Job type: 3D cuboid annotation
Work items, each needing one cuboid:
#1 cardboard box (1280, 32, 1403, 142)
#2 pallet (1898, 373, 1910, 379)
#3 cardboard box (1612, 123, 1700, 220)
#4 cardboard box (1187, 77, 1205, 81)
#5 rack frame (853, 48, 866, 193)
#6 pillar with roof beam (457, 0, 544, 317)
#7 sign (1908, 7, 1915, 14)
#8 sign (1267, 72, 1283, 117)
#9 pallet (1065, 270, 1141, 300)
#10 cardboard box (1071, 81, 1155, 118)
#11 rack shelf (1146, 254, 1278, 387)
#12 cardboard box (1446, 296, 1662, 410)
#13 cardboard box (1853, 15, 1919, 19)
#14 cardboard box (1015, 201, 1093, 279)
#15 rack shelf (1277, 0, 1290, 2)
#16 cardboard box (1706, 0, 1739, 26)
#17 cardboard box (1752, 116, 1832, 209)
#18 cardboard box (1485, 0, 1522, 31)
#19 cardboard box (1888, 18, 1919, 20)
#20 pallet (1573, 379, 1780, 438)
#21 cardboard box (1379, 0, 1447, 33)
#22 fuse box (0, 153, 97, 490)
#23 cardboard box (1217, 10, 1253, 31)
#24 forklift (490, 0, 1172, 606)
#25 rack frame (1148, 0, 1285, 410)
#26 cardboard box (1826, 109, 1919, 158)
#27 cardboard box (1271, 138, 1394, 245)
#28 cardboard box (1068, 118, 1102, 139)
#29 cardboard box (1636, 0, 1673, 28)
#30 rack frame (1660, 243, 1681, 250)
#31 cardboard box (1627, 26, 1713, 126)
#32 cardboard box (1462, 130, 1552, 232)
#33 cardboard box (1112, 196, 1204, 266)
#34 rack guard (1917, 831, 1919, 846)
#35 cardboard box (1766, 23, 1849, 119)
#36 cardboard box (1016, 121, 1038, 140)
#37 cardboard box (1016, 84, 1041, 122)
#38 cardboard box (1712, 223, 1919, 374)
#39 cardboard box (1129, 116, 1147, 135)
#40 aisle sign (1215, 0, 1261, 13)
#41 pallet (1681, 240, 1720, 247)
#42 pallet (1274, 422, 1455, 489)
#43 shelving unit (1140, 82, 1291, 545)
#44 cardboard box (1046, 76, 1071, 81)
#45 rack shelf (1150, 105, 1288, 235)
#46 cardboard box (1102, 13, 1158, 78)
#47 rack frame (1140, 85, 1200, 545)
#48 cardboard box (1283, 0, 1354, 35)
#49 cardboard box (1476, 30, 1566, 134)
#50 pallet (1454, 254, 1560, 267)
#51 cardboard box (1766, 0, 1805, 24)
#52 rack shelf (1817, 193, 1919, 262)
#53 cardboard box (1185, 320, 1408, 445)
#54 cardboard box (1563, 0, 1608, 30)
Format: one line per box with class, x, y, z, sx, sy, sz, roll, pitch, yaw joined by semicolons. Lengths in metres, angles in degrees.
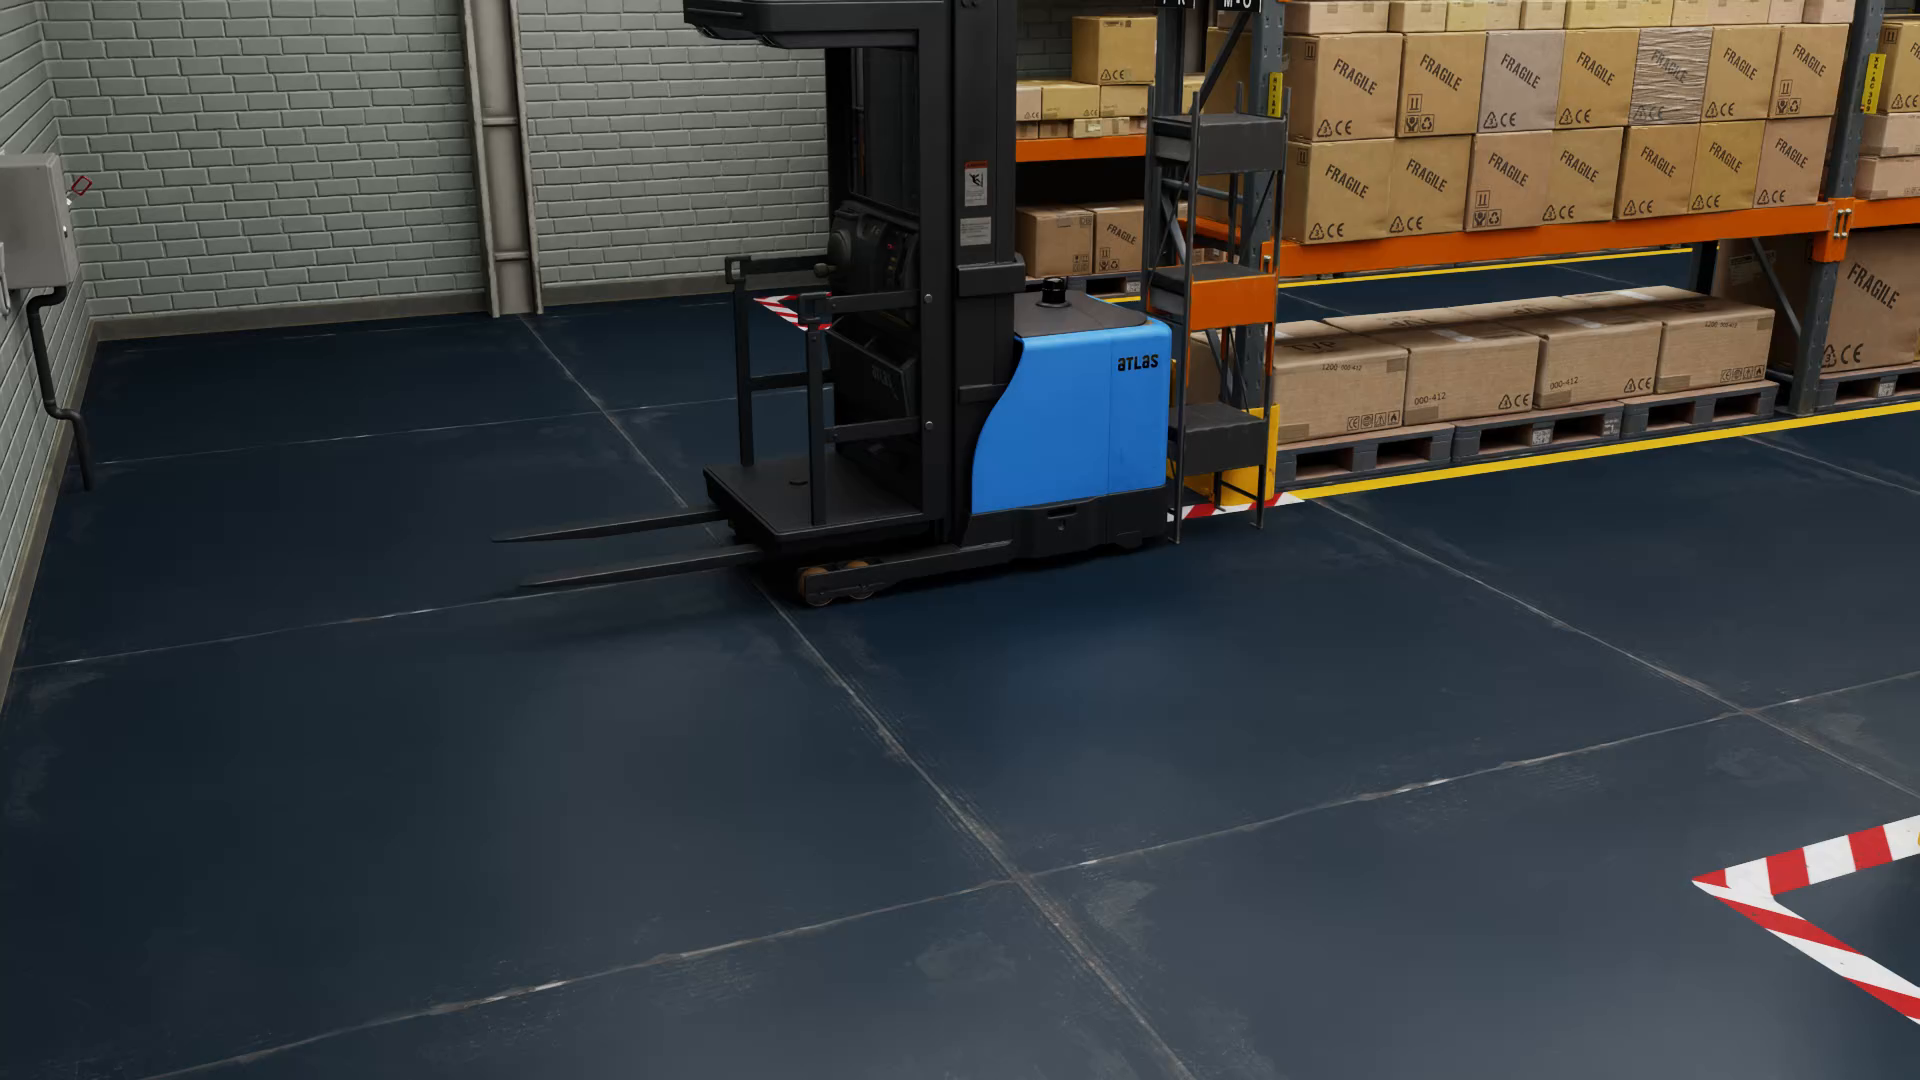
cardboard box;1.839;-2.281;8.328;0.500;0.500;0.500;-9;21;-23
pallet;6.759;-1.283;11.348;1.213;0.211;1.003;-8;21;-22
cardboard box;3.707;-2.080;9.263;0.500;0.500;0.500;-8;21;-23
cardboard box;2.163;-3.683;13.744;0.500;0.250;0.500;-8;21;-22
rack frame;-0.684;-3.299;12.875;0.127;3.000;1.000;-8;21;-22
pillar with roof beam;-1.812;-4.736;7.924;0.400;9.000;9.100;-8;21;-22
sign;10.113;-5.492;17.682;0.005;0.325;0.100;-8;21;-22
sign;1.500;-2.062;7.938;0.005;0.325;0.100;-8;21;-22
pallet;1.236;-2.258;14.118;1.213;0.211;1.003;-8;21;-22
cardboard box;1.227;-3.554;13.377;0.500;0.250;0.500;-9;21;-23
rack shelf;1.173;-1.050;7.883;0.480;0.518;0.431;-9;21;-25
cardboard box;3.517;-1.134;9.951;0.875;0.438;0.875;-9;21;-24
cardboard box;5.741;-3.037;10.474;0.500;0.500;0.500;-8;21;-21
cardboard box;0.715;-2.470;13.653;0.500;0.500;0.700;-7;21;-20
rack shelf;3.122;-3.125;8.946;4.000;0.370;1.077;-8;21;-22
cardboard box;4.058;-2.929;9.192;0.250;0.149;0.380;-8;21;-22
cardboard box;4.633;-2.220;9.661;0.500;0.500;0.500;-8;21;-21
cardboard box;2.672;-2.719;8.595;0.250;0.149;0.380;-8;21;-21
cardboard box;5.932;-2.876;10.019;0.500;0.500;0.500;-8;21;-22
pallet;4.229;-0.921;10.319;1.213;0.211;1.003;-8;21;-22
cardboard box;2.217;-2.628;8.337;0.250;0.149;0.380;-7;21;-20
fuse box;-4.581;-1.089;8.539;0.414;1.711;0.539;-8;21;-22
cardboard box;1.535;-2.719;8.595;0.250;0.149;0.380;-8;21;-21
forklift;-0.572;-1.295;7.286;3.031;2.935;1.130;-9;21;-23
rack frame;1.285;-1.786;8.578;0.127;3.000;1.000;-8;21;-22
cardboard box;5.474;-2.449;9.934;0.500;0.250;0.500;-9;21;-23
cardboard box;1.840;-1.809;8.492;0.500;0.500;0.500;-8;21;-22
cardboard box;0.929;-3.294;13.240;0.250;0.149;0.380;-9;21;-23
cardboard box;3.602;-2.850;8.968;0.250;0.149;0.380;-9;21;-23
rack frame;6.661;-4.351;15.864;0.127;3.000;1.000;-8;21;-22
cardboard box;3.701;-2.551;9.093;0.500;0.500;0.500;-8;21;-21
cardboard box;2.767;-1.945;8.879;0.500;0.500;0.500;-8;21;-22
cardboard box;1.668;-2.607;14.041;0.500;0.500;0.700;-9;21;-24
rack guard;3.408;0.879;4.772;0.348;0.500;1.175;-8;21;-22
cardboard box;4.634;-2.685;9.474;0.500;0.500;0.500;-8;21;-22
cardboard box;0.425;-3.247;13.107;0.250;0.149;0.380;-7;21;-20
cardboard box;0.302;-3.413;12.975;0.500;0.250;0.500;-8;21;-21
cardboard box;5.496;-1.614;10.656;0.875;0.875;0.875;-7;21;-20
cardboard box;1.372;-3.390;13.512;0.250;0.149;0.380;-8;21;-22
aisle sign;1.334;-2.914;7.868;0.004;0.787;0.394;-8;21;-22
pallet;7.433;-3.133;16.601;1.213;0.211;1.003;-8;21;-22
pallet;1.988;-0.600;9.407;1.213;0.211;1.003;-8;21;-22
shelving unit;1.173;-1.063;7.878;0.503;2.100;0.431;-9;21;-25
cardboard box;1.044;-3.710;13.820;0.500;0.250;0.500;-8;21;-22
rack shelf;1.173;-1.710;7.650;0.480;0.518;0.431;-9;21;-25
cardboard box;1.516;-4.134;13.895;0.500;0.500;0.500;-9;21;-23
rack frame;0.954;-1.027;7.777;0.015;2.100;0.400;-9;21;-25
cardboard box;1.721;-2.573;8.180;0.250;0.149;0.380;-8;21;-21
cardboard box;2.780;-2.421;8.726;0.500;0.500;0.500;-8;21;-22
pallet;4.842;-2.790;15.629;1.213;0.211;1.003;-8;21;-22
cardboard box;4.516;-2.998;9.387;0.250;0.149;0.380;-8;21;-21
rack shelf;6.794;-2.236;10.939;4.000;0.370;1.077;-8;21;-22
cardboard box;1.852;-0.893;9.267;0.875;0.438;0.875;-9;21;-24
cardboard box;3.161;-2.764;8.723;0.250;0.149;0.380;-9;21;-23
